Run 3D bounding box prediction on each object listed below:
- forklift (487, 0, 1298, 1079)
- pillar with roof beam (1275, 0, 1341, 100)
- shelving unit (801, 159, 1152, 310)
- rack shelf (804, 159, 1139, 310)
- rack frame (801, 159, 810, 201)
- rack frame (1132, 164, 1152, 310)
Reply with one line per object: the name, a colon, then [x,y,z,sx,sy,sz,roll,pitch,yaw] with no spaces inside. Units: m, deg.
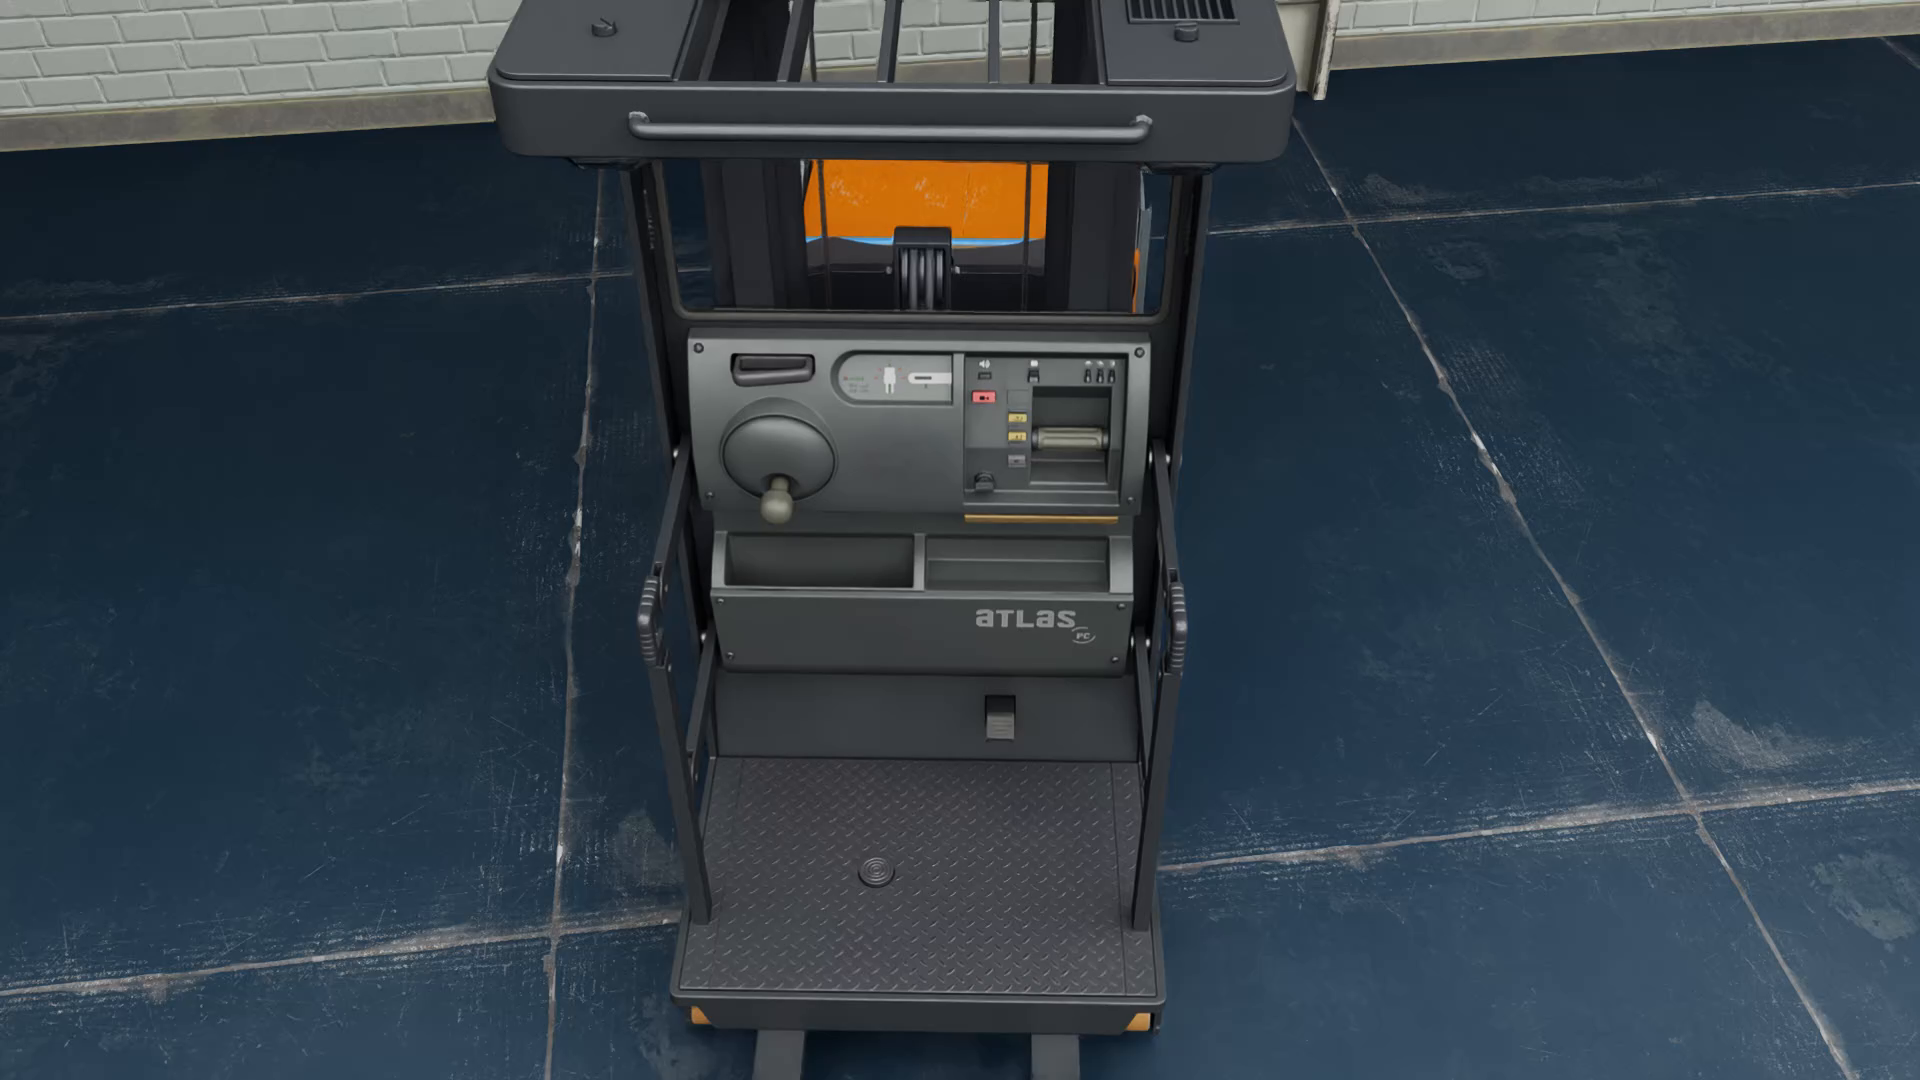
forklift: [-0.085,-0.143,3.220,1.130,2.935,3.031,1,42,1]
pillar with roof beam: [1.977,-2.538,1.345,0.400,9.000,9.100,-5,42,-6]
shelving unit: [0.017,-0.680,5.164,1.048,1.125,0.538,2,42,2]
rack shelf: [0.017,-0.898,4.968,1.000,0.278,0.538,2,42,2]
rack frame: [-0.490,-0.698,5.184,0.032,1.125,0.500,2,42,2]
rack frame: [0.525,-0.663,5.145,0.032,1.125,0.500,2,42,2]
